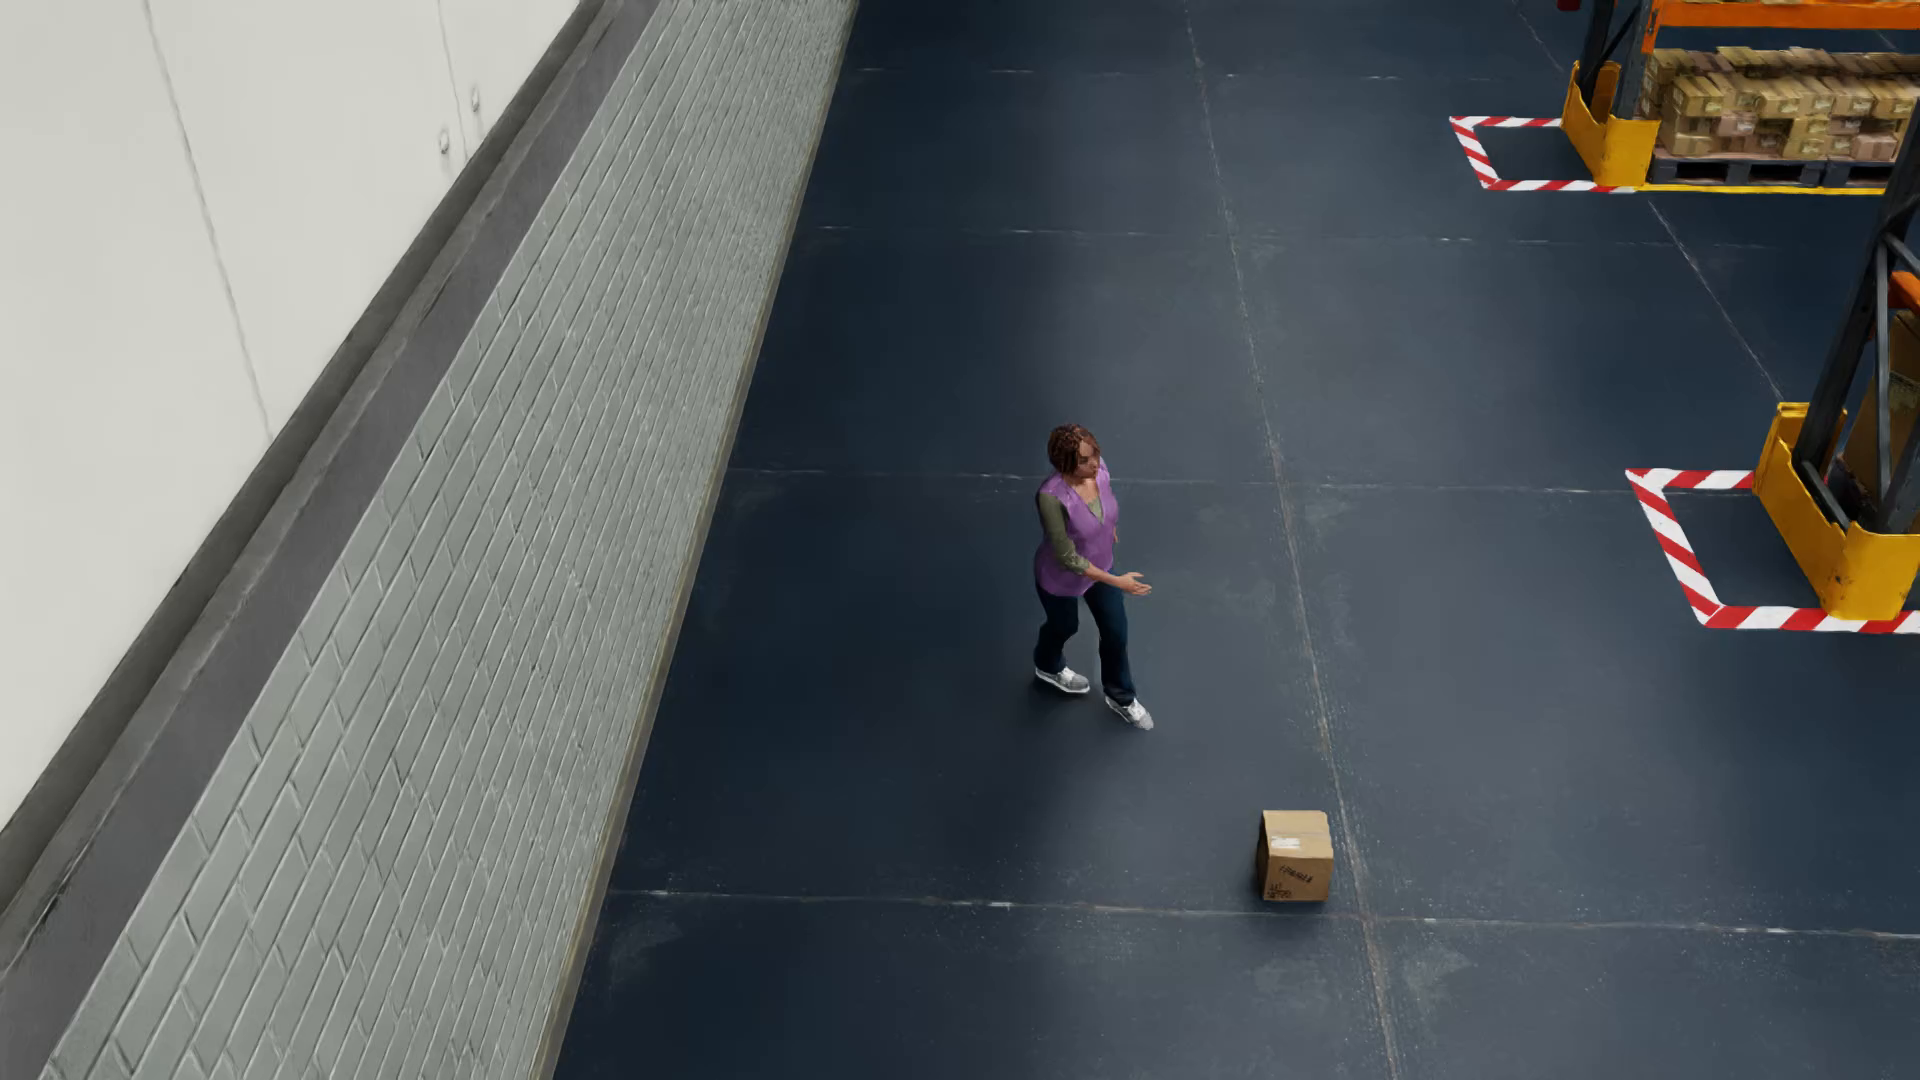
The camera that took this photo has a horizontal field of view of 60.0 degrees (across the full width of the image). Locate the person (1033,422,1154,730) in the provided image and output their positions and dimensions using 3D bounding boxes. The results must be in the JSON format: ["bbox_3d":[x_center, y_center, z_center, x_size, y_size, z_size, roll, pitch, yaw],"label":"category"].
[{"bbox_3d":[0.535,0.147,6.974,0.560,1.610,0.655,-24,42,-29],"label":"person"}]
